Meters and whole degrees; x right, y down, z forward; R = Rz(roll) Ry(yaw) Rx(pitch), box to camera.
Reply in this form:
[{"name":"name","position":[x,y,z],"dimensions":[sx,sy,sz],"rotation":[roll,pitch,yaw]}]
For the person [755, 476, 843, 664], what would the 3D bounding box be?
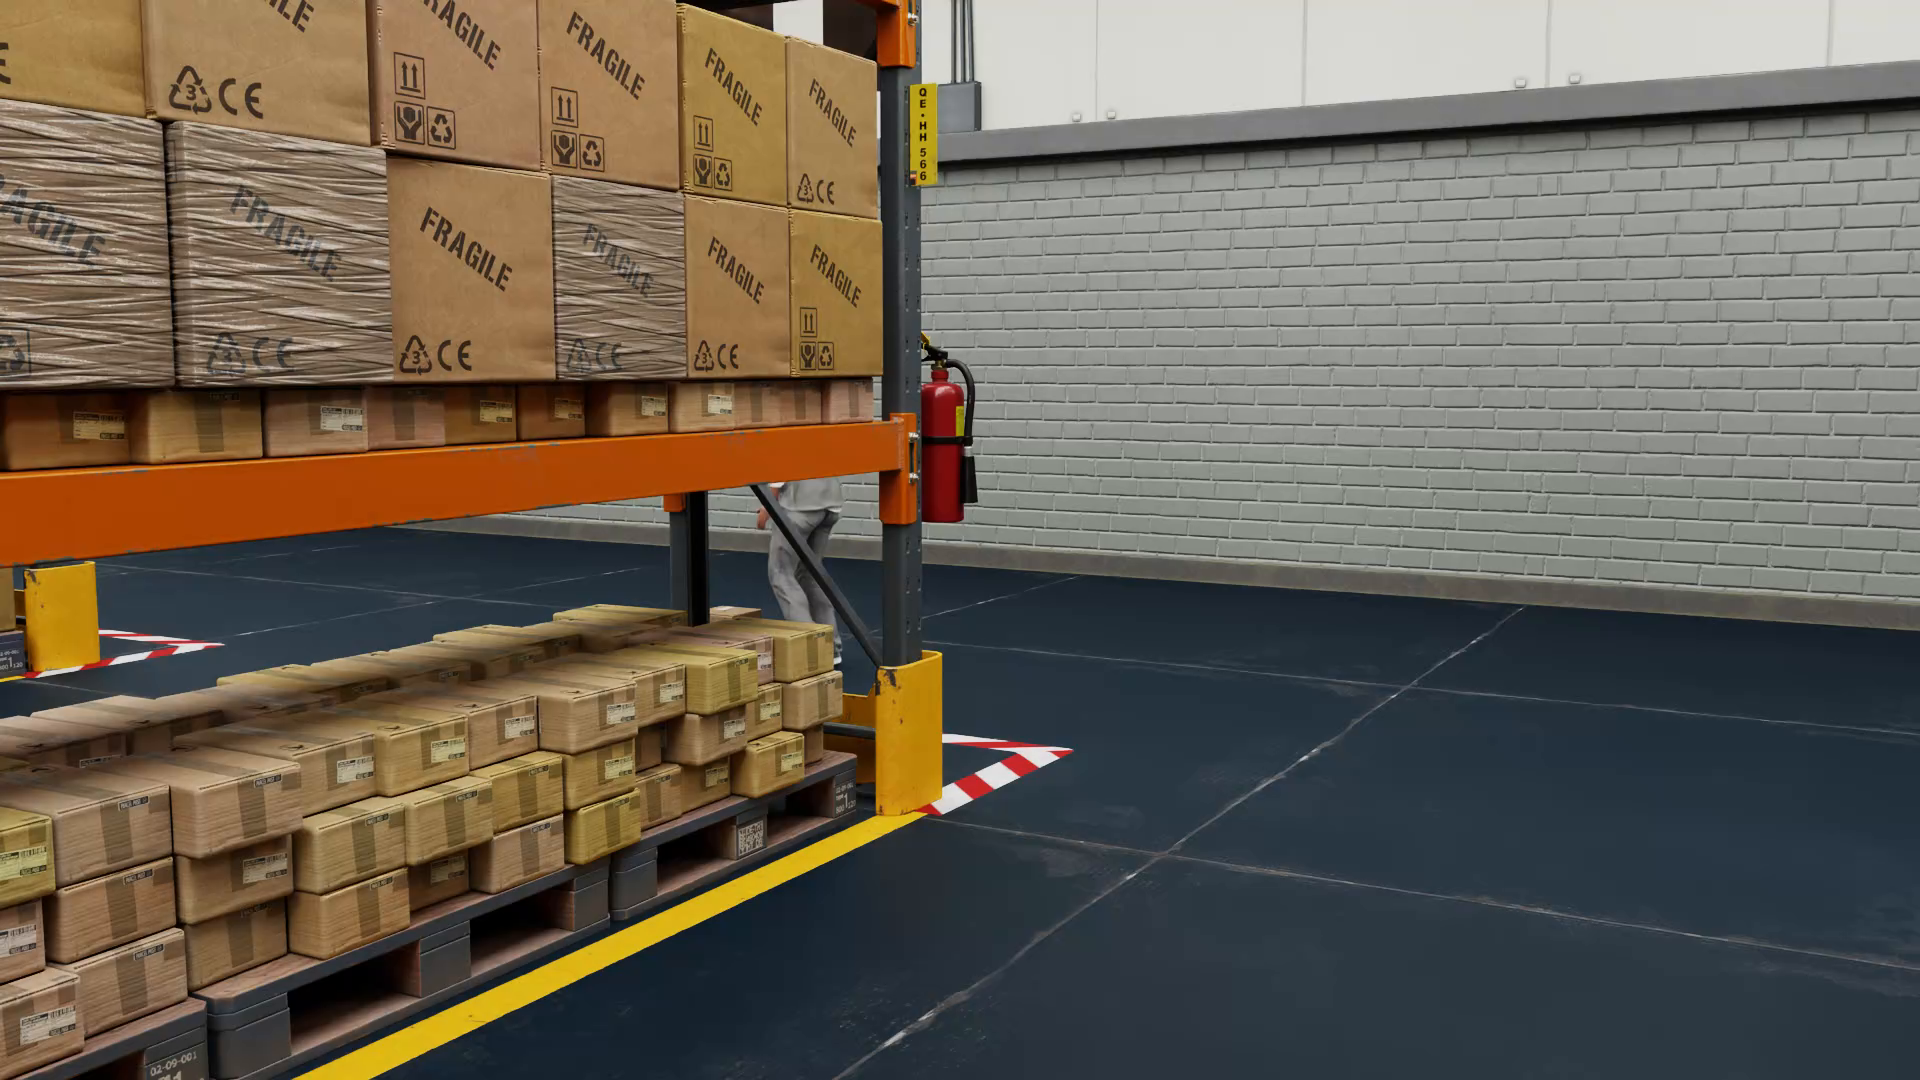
[{"name":"person","position":[-0.770,-0.137,8.065],"dimensions":[0.354,1.556,0.420],"rotation":[4,7,30]}]
